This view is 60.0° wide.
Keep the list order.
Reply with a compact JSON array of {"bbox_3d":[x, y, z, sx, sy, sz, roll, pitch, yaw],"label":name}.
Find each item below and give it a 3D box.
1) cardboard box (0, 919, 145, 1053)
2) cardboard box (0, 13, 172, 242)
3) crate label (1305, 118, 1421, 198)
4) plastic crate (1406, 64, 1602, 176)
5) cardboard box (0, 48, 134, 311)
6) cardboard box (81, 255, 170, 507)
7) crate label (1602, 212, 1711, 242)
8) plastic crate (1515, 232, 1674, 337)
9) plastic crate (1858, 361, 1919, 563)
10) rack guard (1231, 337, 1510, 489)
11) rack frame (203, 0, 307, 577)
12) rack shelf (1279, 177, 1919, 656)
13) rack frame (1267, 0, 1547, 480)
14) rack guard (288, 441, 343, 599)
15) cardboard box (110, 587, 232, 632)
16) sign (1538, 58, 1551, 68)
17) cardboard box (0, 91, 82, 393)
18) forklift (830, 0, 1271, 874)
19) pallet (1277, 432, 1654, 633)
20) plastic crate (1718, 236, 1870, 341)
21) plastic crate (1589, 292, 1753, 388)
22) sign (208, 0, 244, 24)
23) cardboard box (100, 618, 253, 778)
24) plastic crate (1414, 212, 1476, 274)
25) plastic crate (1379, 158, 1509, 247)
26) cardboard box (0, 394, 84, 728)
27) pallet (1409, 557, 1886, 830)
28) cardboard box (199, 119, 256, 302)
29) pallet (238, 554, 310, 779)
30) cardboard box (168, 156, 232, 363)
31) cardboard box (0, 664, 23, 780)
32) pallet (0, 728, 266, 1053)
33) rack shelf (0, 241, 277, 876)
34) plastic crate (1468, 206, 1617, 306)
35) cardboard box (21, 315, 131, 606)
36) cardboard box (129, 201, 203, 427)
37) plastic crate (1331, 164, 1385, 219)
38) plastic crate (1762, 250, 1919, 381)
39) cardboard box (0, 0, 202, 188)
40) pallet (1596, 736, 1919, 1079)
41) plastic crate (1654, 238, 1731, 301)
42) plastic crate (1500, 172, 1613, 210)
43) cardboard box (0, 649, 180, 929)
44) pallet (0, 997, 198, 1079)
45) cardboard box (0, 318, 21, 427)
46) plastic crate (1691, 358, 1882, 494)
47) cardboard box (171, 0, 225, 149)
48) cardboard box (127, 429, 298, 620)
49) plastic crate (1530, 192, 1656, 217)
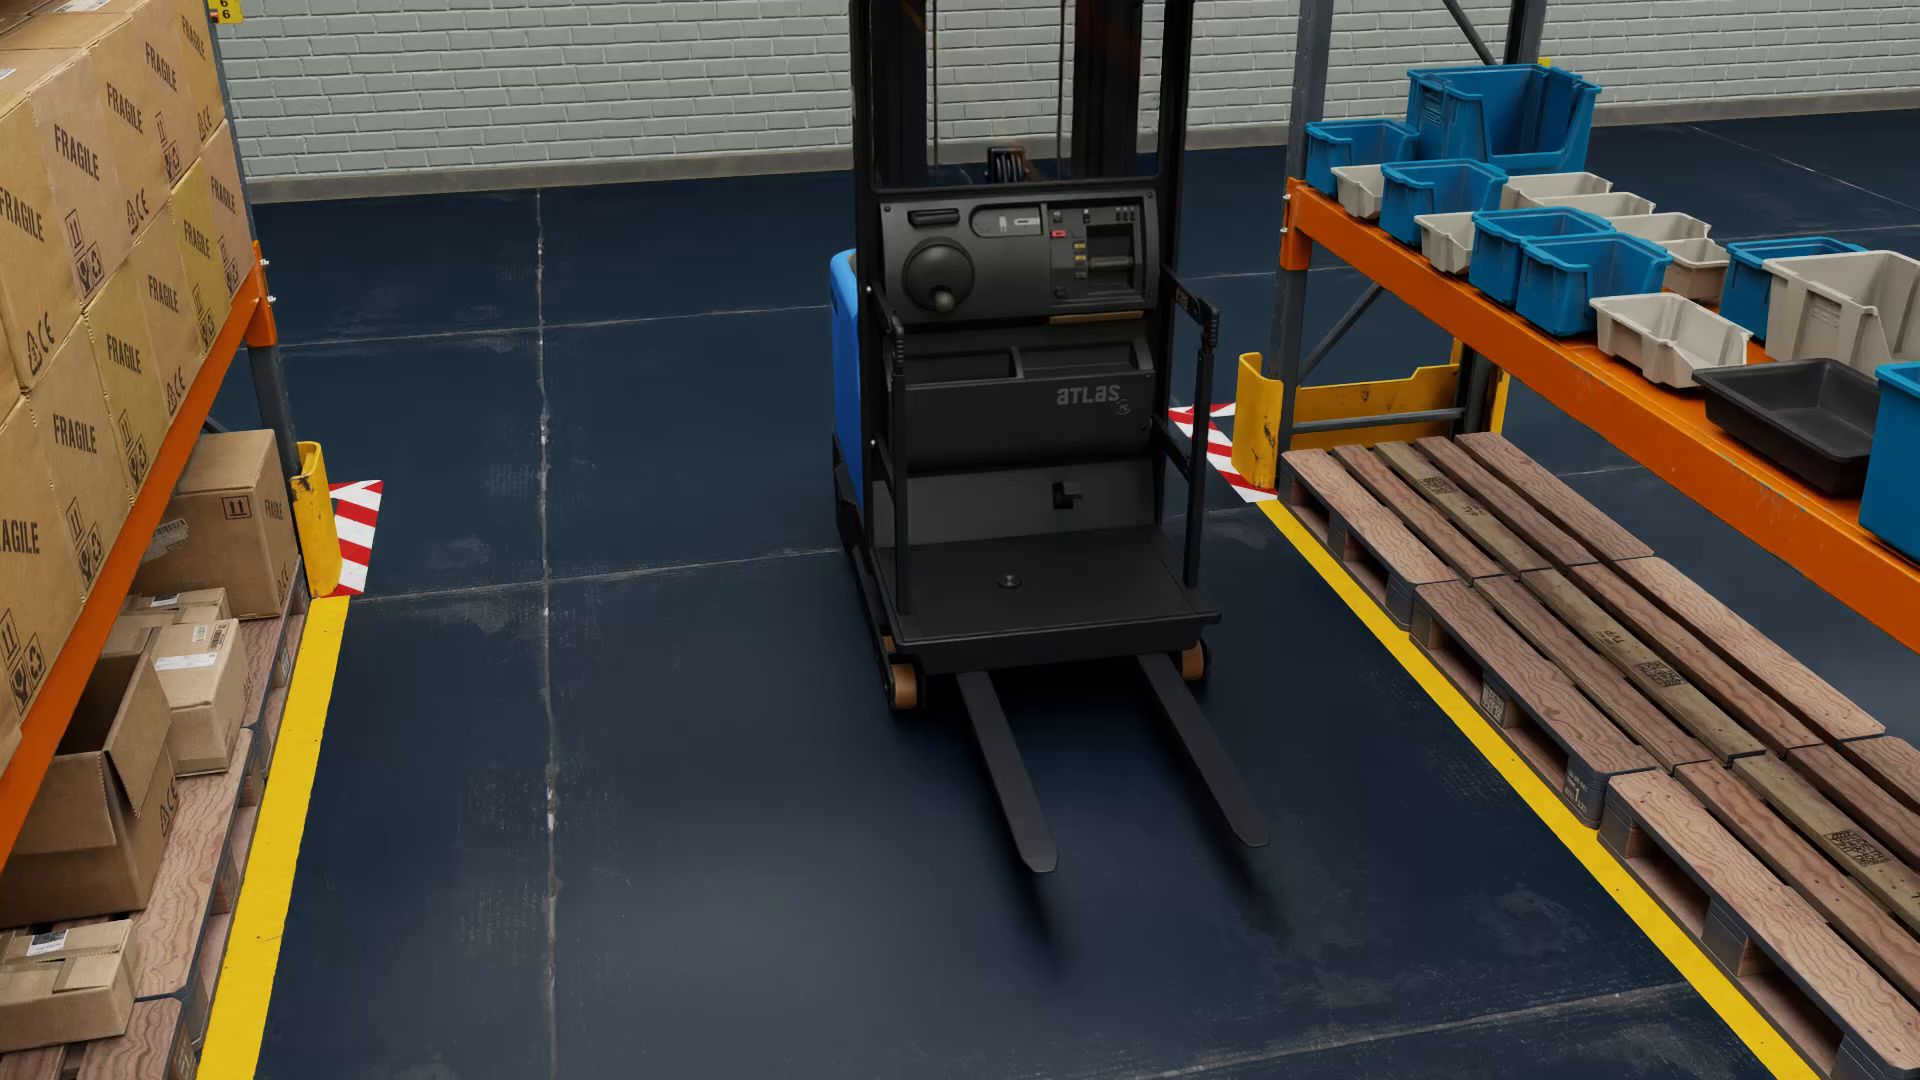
[{"bbox_3d":[-2.190,1.064,3.970,0.380,0.166,0.250,-6,27,-12],"label":"cardboard box"},{"bbox_3d":[-2.399,-1.050,4.282,0.500,0.500,0.500,-5,27,-10],"label":"cardboard box"},{"bbox_3d":[1.558,-1.487,6.487,0.416,0.233,0.303,-6,27,-12],"label":"crate label"},{"bbox_3d":[2.081,-1.592,6.469,0.616,0.435,0.499,-6,27,-12],"label":"plastic crate"},{"bbox_3d":[-2.283,-0.825,3.835,0.500,0.500,0.500,-5,27,-10],"label":"cardboard box"},{"bbox_3d":[-2.296,-0.383,4.069,0.500,0.500,0.500,-6,27,-12],"label":"cardboard box"},{"bbox_3d":[2.321,-0.998,5.624,0.396,0.136,0.243,-6,27,-12],"label":"crate label"},{"bbox_3d":[1.923,-0.778,5.081,0.416,0.233,0.300,-6,27,-12],"label":"plastic crate"},{"bbox_3d":[2.287,-0.111,3.592,0.392,0.384,0.575,-6,27,-12],"label":"plastic crate"},{"bbox_3d":[1.805,-0.570,7.325,1.175,0.500,0.348,-6,27,-12],"label":"rack guard"},{"bbox_3d":[-3.003,-1.176,5.750,1.000,3.000,0.127,-6,27,-12],"label":"rack frame"},{"bbox_3d":[2.274,-0.478,5.166,1.077,0.370,4.000,-6,27,-12],"label":"rack shelf"},{"bbox_3d":[1.823,-1.677,6.744,1.000,3.000,0.127,-6,27,-12],"label":"rack frame"},{"bbox_3d":[-2.986,-0.026,6.248,1.175,0.500,0.348,-6,27,-12],"label":"rack guard"},{"bbox_3d":[-2.637,0.293,5.496,0.380,0.166,0.250,-6,27,-12],"label":"cardboard box"},{"bbox_3d":[2.356,-1.813,6.832,0.100,0.325,0.005,-6,27,-12],"label":"sign"},{"bbox_3d":[-2.166,-0.598,3.386,0.500,0.500,0.500,-7,28,-13],"label":"cardboard box"},{"bbox_3d":[0.245,-0.911,5.302,1.130,2.935,3.031,-5,27,-10],"label":"forklift"},{"bbox_3d":[1.971,-0.066,6.647,1.003,0.211,1.213,-6,27,-12],"label":"pallet"},{"bbox_3d":[2.536,-0.754,5.033,0.416,0.233,0.300,-6,27,-12],"label":"plastic crate"},{"bbox_3d":[2.040,-0.564,4.765,0.293,0.136,0.466,-6,27,-12],"label":"plastic crate"},{"bbox_3d":[-2.458,-1.881,5.513,0.100,0.325,0.005,-6,27,-12],"label":"sign"},{"bbox_3d":[-2.456,0.489,5.015,0.500,0.250,0.500,-6,27,-12],"label":"cardboard box"},{"bbox_3d":[1.703,-0.997,5.623,0.250,0.136,0.298,-6,27,-12],"label":"plastic crate"},{"bbox_3d":[1.707,-1.198,5.914,0.416,0.233,0.300,-6,27,-12],"label":"plastic crate"},{"bbox_3d":[-2.070,0.060,3.192,0.500,0.500,0.500,-5,27,-11],"label":"cardboard box"},{"bbox_3d":[2.243,0.468,5.588,1.003,0.211,1.213,-6,27,-12],"label":"pallet"},{"bbox_3d":[-2.637,-1.051,5.393,0.500,0.500,0.500,-5,27,-10],"label":"cardboard box"},{"bbox_3d":[-2.806,0.453,5.620,1.003,0.211,1.213,-6,27,-12],"label":"pallet"},{"bbox_3d":[-2.517,-0.824,4.943,0.500,0.500,0.500,-6,27,-11],"label":"cardboard box"},{"bbox_3d":[-1.951,0.284,2.747,0.500,0.500,0.500,-5,27,-10],"label":"cardboard box"},{"bbox_3d":[-2.534,0.987,4.560,1.003,0.211,1.213,-6,27,-12],"label":"pallet"},{"bbox_3d":[-2.553,0.023,4.173,1.077,0.370,4.000,-6,27,-12],"label":"rack shelf"},{"bbox_3d":[1.855,-0.909,5.342,0.416,0.233,0.300,-6,27,-12],"label":"plastic crate"},{"bbox_3d":[-2.180,-0.160,3.627,0.500,0.500,0.500,-6,27,-12],"label":"cardboard box"},{"bbox_3d":[-2.410,-0.604,4.508,0.500,0.500,0.500,-6,27,-11],"label":"cardboard box"},{"bbox_3d":[1.550,-1.295,6.213,0.250,0.136,0.298,-6,27,-12],"label":"plastic crate"},{"bbox_3d":[2.560,-0.584,4.643,0.437,0.282,0.530,-6,27,-12],"label":"plastic crate"},{"bbox_3d":[-2.520,-1.278,4.732,0.500,0.500,0.500,-5,27,-10],"label":"cardboard box"},{"bbox_3d":[2.521,1.005,4.525,1.003,0.211,1.213,-6,27,-12],"label":"pallet"},{"bbox_3d":[2.406,-0.870,5.371,0.298,0.136,0.250,-6,27,-12],"label":"plastic crate"},{"bbox_3d":[2.184,-1.247,6.117,0.396,0.136,0.243,-6,27,-12],"label":"plastic crate"},{"bbox_3d":[-2.530,0.674,4.368,0.797,0.503,0.637,-6,27,-12],"label":"cardboard box"},{"bbox_3d":[-2.256,1.524,3.497,1.003,0.211,1.213,-6,27,-12],"label":"pallet"},{"bbox_3d":[-2.051,-0.373,2.939,0.500,0.500,0.500,-7,28,-13],"label":"cardboard box"},{"bbox_3d":[2.211,-0.289,4.233,0.437,0.125,0.590,-6,27,-12],"label":"plastic crate"},{"bbox_3d":[-2.635,-1.499,5.171,0.500,0.500,0.500,-6,27,-12],"label":"cardboard box"},{"bbox_3d":[-2.641,-0.043,5.791,0.500,0.500,0.500,-6,27,-12],"label":"cardboard box"},{"bbox_3d":[2.235,-1.118,5.862,0.396,0.136,0.243,-6,27,-12],"label":"plastic crate"}]
